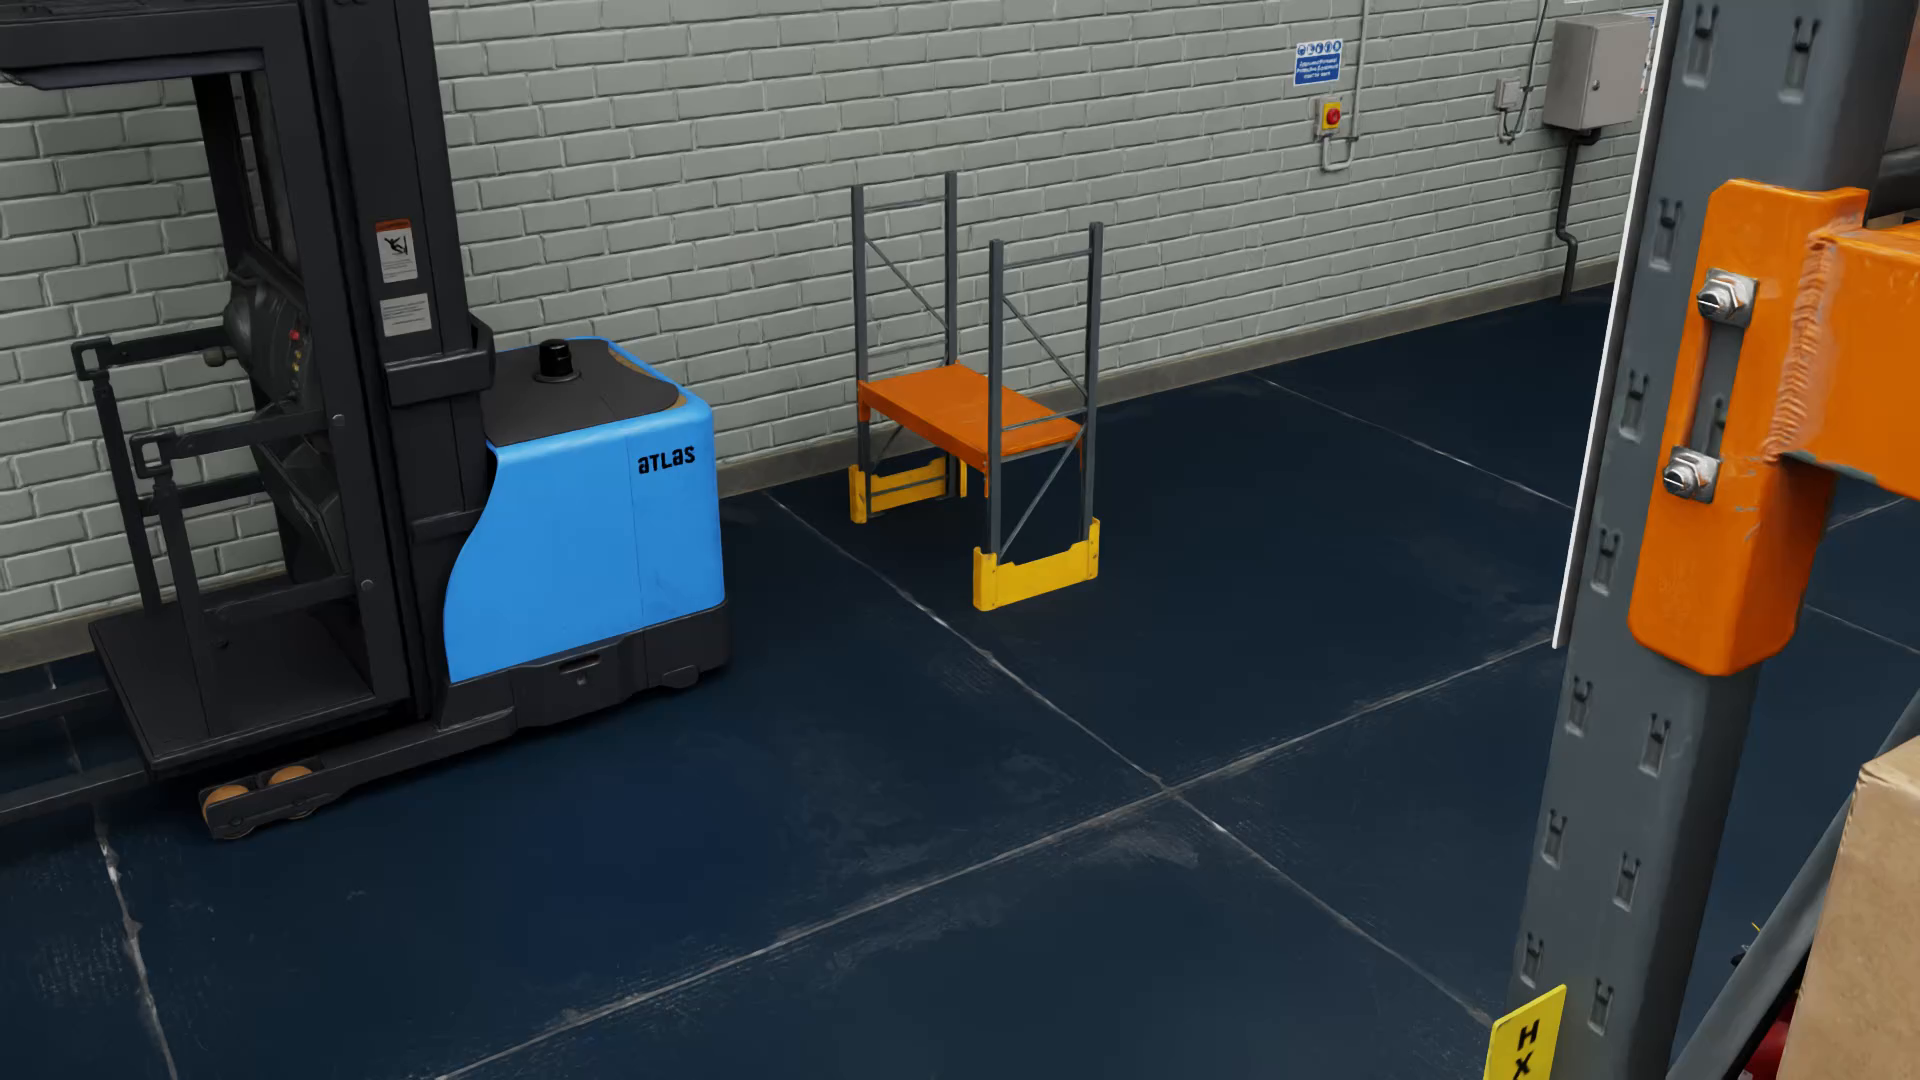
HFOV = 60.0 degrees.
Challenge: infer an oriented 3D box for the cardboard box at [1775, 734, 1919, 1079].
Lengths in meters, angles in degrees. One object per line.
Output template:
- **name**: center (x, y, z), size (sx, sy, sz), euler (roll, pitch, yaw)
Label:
- **cardboard box**: center (0.985, 0.413, 1.225), size (0.500, 0.500, 0.500), euler (-16, 29, -30)

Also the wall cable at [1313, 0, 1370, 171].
- **wall cable**: center (1.957, -2.853, 8.552), size (0.585, 1.953, 0.123), euler (-16, 29, -30)

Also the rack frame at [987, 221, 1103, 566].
- **rack frame**: center (0.324, -0.466, 6.480), size (0.500, 1.500, 0.032), euler (-16, 29, -30)

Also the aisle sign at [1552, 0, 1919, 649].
- **aisle sign**: center (0.671, -0.310, 1.347), size (0.394, 0.787, 0.004), euler (-16, 29, -30)

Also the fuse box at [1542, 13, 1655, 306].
- **fuse box**: center (3.797, -2.234, 9.977), size (0.539, 1.711, 0.414), euler (-16, 29, -30)

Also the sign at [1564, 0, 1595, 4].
- **sign**: center (3.637, -3.251, 9.656), size (0.339, 0.242, 0.001), euler (-16, 29, -30)

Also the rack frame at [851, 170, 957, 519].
- **rack frame**: center (-0.231, -0.830, 7.250), size (0.500, 1.500, 0.032), euler (-16, 29, -30)

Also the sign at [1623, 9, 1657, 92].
- **sign**: center (4.097, -2.963, 10.123), size (0.329, 0.494, 0.001), euler (-16, 29, -30)

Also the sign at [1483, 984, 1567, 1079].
- **sign**: center (0.508, 0.557, 1.542), size (0.100, 0.325, 0.005), euler (-16, 29, -30)

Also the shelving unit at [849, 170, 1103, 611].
- **shelving unit**: center (0.042, -0.651, 6.872), size (0.587, 1.500, 1.083), euler (-16, 29, -30)

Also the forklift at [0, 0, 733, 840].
- **forklift**: center (-2.348, -0.638, 5.169), size (3.031, 2.935, 1.130), euler (-16, 30, -31)

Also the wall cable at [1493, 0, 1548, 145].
- **wall cable**: center (3.139, -3.173, 9.268), size (0.588, 1.984, 0.122), euler (-16, 29, -30)

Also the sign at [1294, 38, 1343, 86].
- **sign**: center (1.883, -2.512, 8.741), size (0.327, 0.218, 0.001), euler (-16, 29, -30)

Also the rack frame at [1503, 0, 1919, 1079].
- **rack frame**: center (0.960, 0.823, 1.993), size (0.949, 2.616, 0.053), euler (-16, 29, -30)

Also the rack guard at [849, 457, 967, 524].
- **rack guard**: center (-0.230, -0.264, 7.516), size (0.587, 0.250, 0.087), euler (-16, 29, -30)

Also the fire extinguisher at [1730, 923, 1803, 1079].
- **fire extinguisher**: center (1.212, 0.828, 2.510), size (0.296, 0.674, 0.183), euler (-16, 29, -30)

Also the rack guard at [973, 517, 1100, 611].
- **rack guard**: center (0.313, 0.092, 6.762), size (0.587, 0.250, 0.087), euler (-16, 29, -30)

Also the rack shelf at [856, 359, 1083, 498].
- **rack shelf**: center (0.047, -0.485, 6.942), size (0.538, 0.185, 1.000), euler (-16, 29, -30)
